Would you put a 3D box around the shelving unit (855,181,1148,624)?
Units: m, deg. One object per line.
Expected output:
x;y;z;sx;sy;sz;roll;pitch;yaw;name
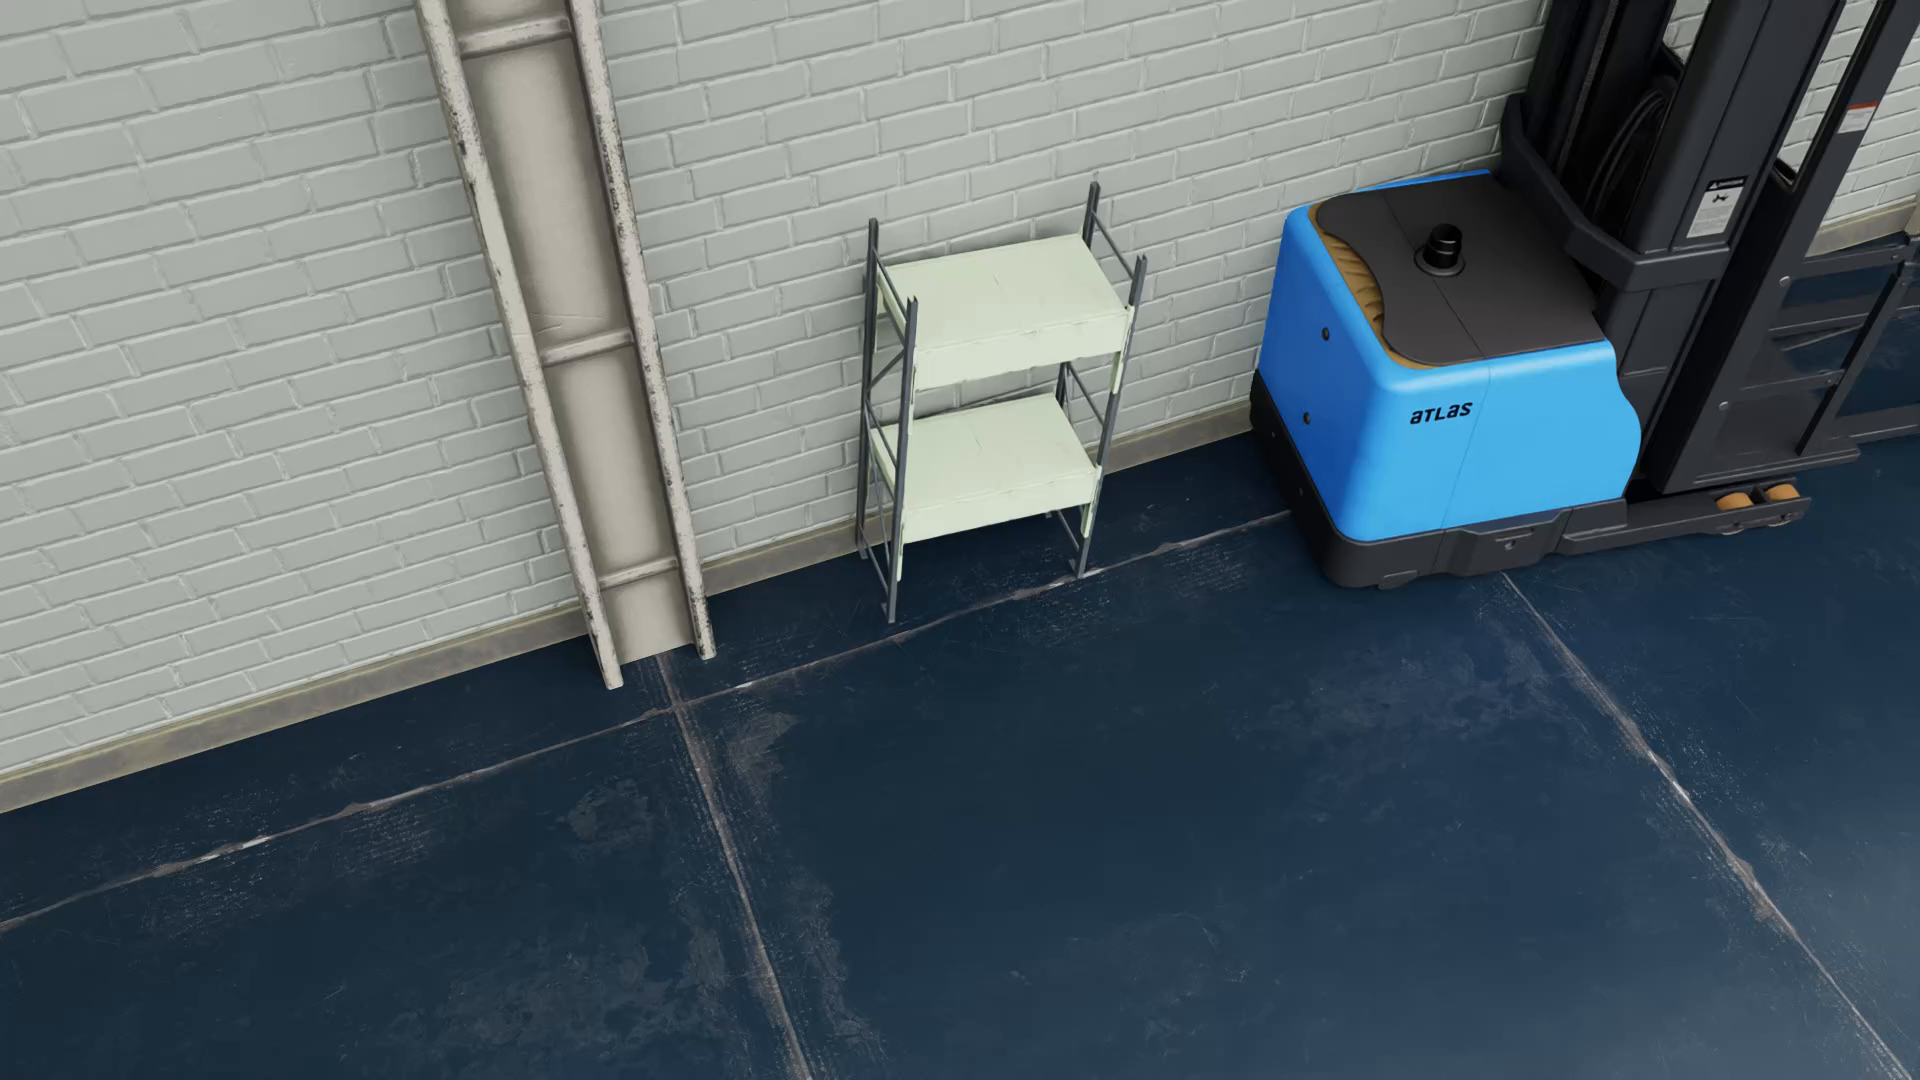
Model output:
0.089;-0.416;5.579;0.755;1.500;0.431;-13;52;-16;shelving unit

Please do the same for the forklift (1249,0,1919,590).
2.702;-1.359;5.485;3.031;2.935;1.130;-10;50;-8;forklift

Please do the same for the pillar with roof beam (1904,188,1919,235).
6.079;-1.270;1.409;0.400;9.000;9.100;-17;52;-14;pillar with roof beam

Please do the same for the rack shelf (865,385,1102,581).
0.064;-0.204;5.824;0.720;0.370;0.431;-13;52;-16;rack shelf

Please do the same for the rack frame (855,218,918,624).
-0.255;-0.339;5.477;0.023;1.500;0.400;-13;52;-16;rack frame

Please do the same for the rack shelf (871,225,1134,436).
0.118;-0.671;5.284;0.720;0.370;0.431;-13;52;-16;rack shelf

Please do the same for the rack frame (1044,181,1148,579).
0.432;-0.494;5.680;0.023;1.500;0.400;-13;52;-16;rack frame
